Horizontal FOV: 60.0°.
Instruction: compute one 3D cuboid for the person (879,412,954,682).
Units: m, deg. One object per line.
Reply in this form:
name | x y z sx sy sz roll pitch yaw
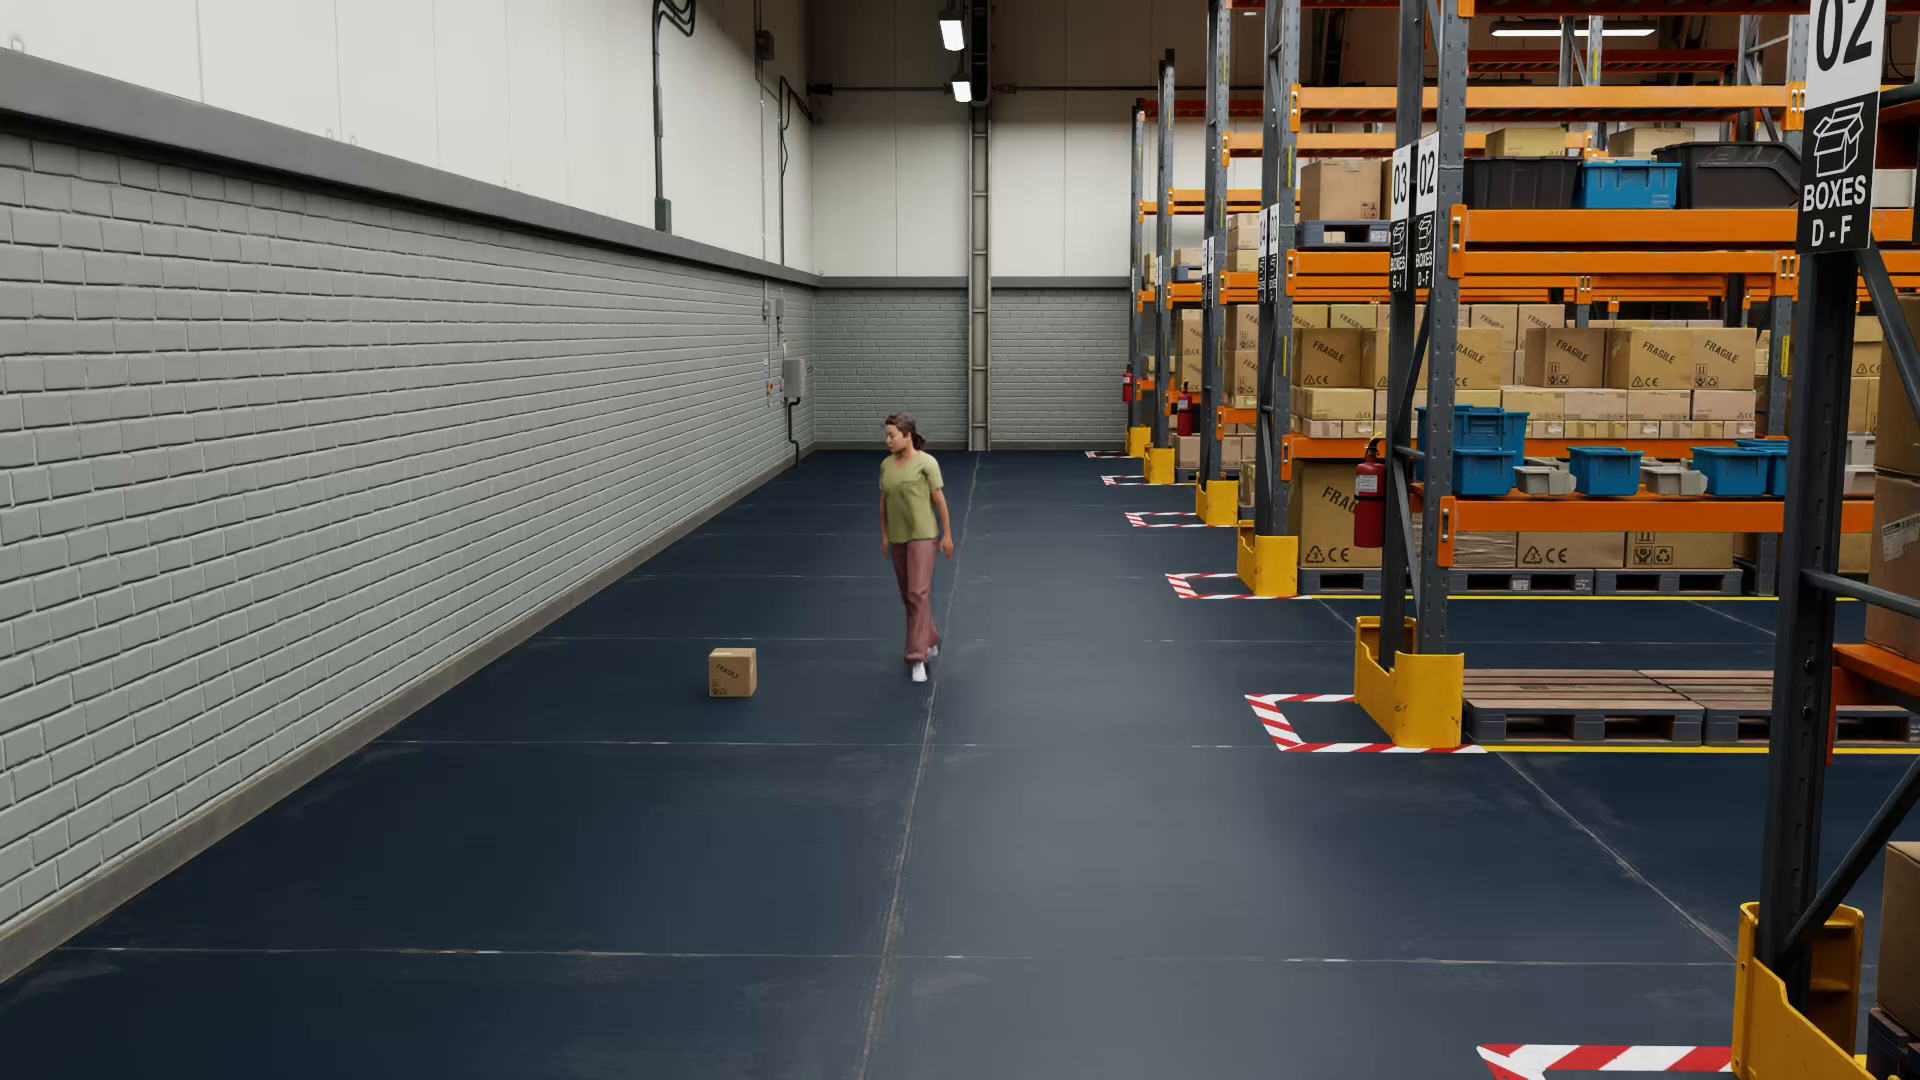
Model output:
person | -0.295 0.019 10.724 0.549 1.689 0.685 5 9 33
